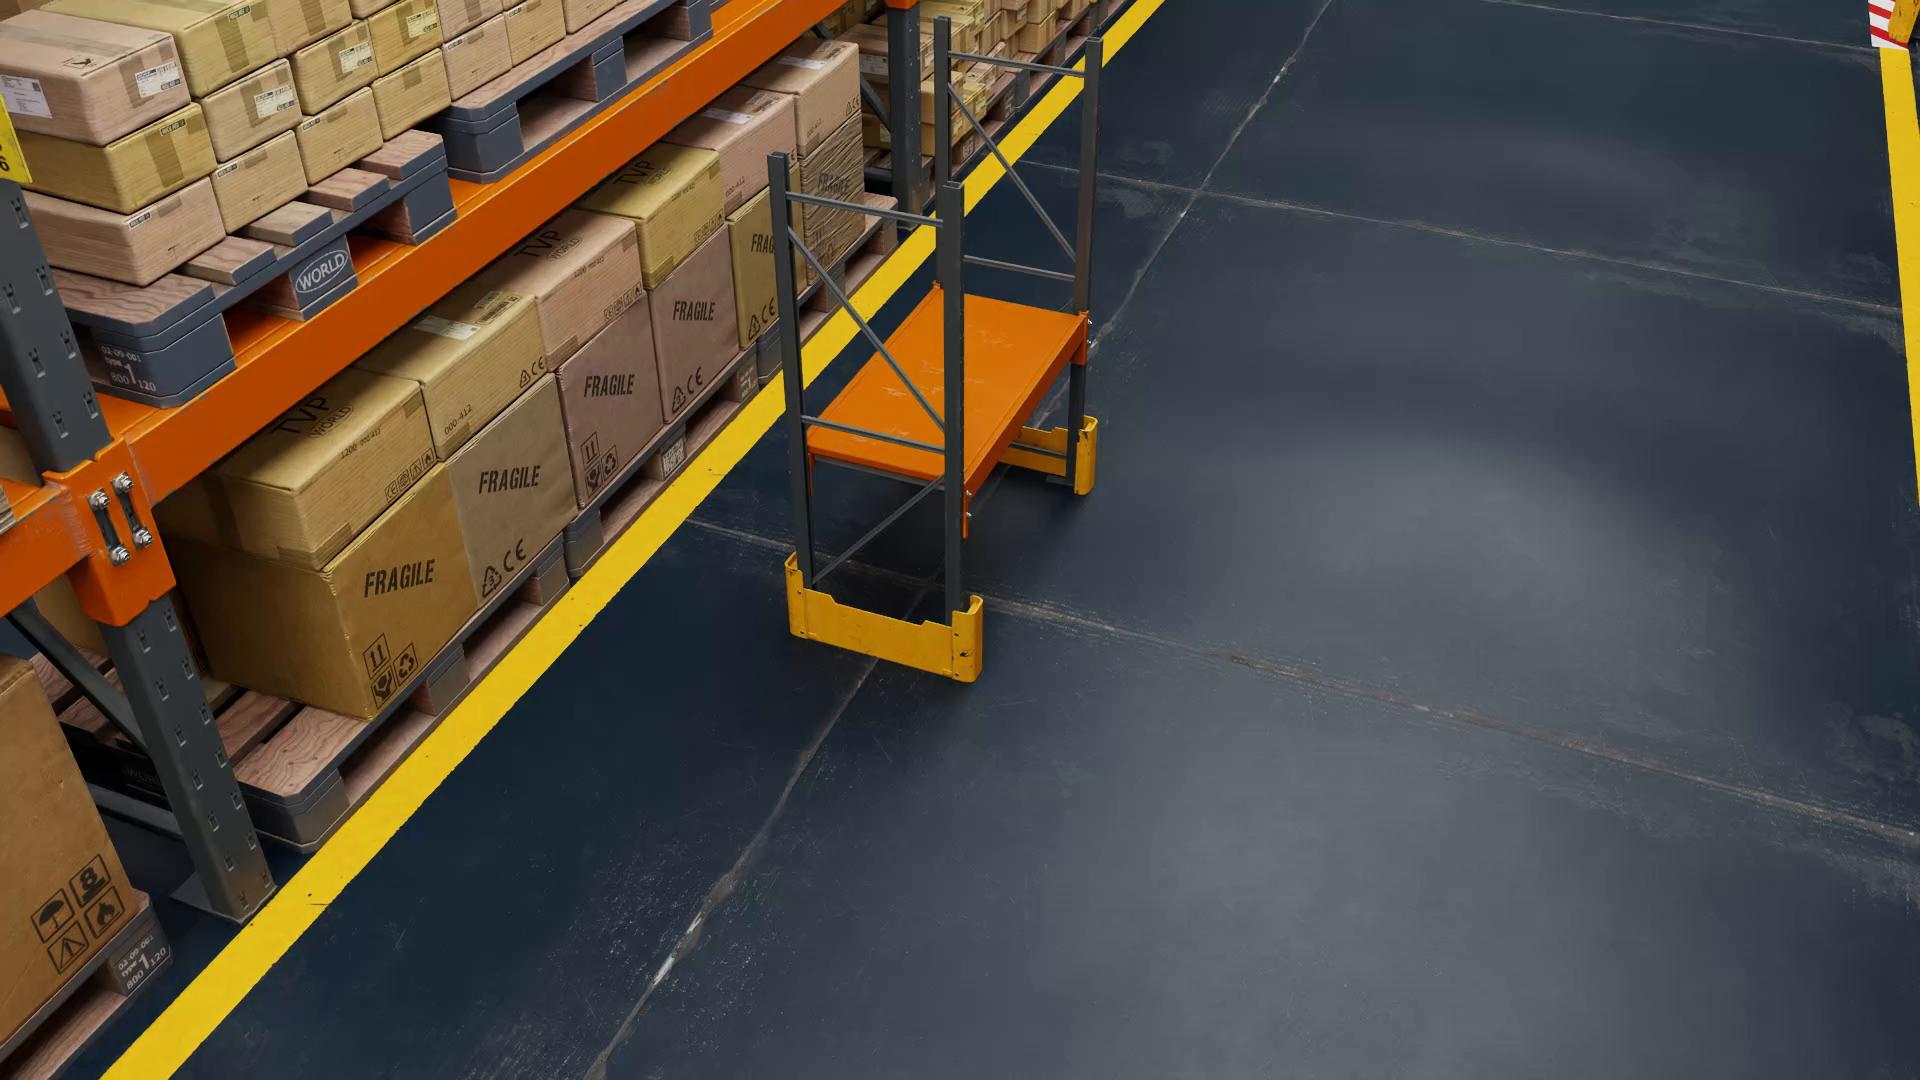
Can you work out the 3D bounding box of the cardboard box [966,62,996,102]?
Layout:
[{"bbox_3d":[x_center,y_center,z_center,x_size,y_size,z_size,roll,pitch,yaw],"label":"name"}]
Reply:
[{"bbox_3d":[-0.058,-2.084,7.563,0.380,0.149,0.250,14,39,18],"label":"cardboard box"}]

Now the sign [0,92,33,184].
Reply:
[{"bbox_3d":[-1.649,-0.757,2.790,0.100,0.325,0.005,14,39,18],"label":"sign"}]

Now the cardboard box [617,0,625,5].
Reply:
[{"bbox_3d":[-1.103,-1.713,4.895,0.380,0.149,0.250,16,39,20],"label":"cardboard box"}]

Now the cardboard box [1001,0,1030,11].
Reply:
[{"bbox_3d":[0.142,-2.603,7.760,0.380,0.149,0.250,15,39,19],"label":"cardboard box"}]

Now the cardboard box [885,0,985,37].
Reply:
[{"bbox_3d":[-0.109,-2.331,7.396,0.380,0.149,0.250,13,39,17],"label":"cardboard box"}]

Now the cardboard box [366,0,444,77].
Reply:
[{"bbox_3d":[-1.499,-1.265,4.048,0.380,0.149,0.250,14,39,18],"label":"cardboard box"}]

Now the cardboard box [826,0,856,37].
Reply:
[{"bbox_3d":[-0.687,-2.304,7.360,0.380,0.149,0.250,14,39,18],"label":"cardboard box"}]

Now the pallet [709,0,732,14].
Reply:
[{"bbox_3d":[-1.067,-2.166,5.802,1.003,0.211,1.213,14,39,18],"label":"pallet"}]

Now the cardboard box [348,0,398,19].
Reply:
[{"bbox_3d":[-1.510,-1.366,3.934,0.380,0.149,0.250,12,38,16],"label":"cardboard box"}]

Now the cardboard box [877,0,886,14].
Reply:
[{"bbox_3d":[-0.428,-2.569,7.715,0.380,0.149,0.250,15,39,19],"label":"cardboard box"}]

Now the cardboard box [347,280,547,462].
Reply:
[{"bbox_3d":[-1.485,-0.493,4.514,0.500,0.250,0.500,13,39,17],"label":"cardboard box"}]

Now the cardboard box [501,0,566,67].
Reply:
[{"bbox_3d":[-1.304,-1.422,4.506,0.380,0.149,0.250,14,39,18],"label":"cardboard box"}]

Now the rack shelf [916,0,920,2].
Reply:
[{"bbox_3d":[0.119,-3.452,7.963,1.077,0.370,4.000,14,39,18],"label":"rack shelf"}]

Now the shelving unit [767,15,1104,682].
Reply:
[{"bbox_3d":[-0.029,-0.559,4.745,0.587,1.500,1.083,14,39,18],"label":"shelving unit"}]

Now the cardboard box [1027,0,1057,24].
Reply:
[{"bbox_3d":[0.251,-2.630,8.046,0.380,0.149,0.250,14,39,17],"label":"cardboard box"}]

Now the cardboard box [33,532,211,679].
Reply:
[{"bbox_3d":[-2.155,-0.009,4.493,0.500,0.500,0.500,14,39,18],"label":"cardboard box"}]

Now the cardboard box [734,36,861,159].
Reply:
[{"bbox_3d":[-0.691,-1.630,6.036,0.500,0.250,0.500,13,39,17],"label":"cardboard box"}]

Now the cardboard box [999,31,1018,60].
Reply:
[{"bbox_3d":[0.062,-2.393,7.976,0.380,0.149,0.250,12,38,16],"label":"cardboard box"}]

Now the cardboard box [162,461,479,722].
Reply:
[{"bbox_3d":[-1.659,0.082,4.372,0.500,0.500,0.500,12,38,16],"label":"cardboard box"}]

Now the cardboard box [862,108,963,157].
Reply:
[{"bbox_3d":[-0.206,-1.787,7.166,0.380,0.149,0.250,12,38,16],"label":"cardboard box"}]

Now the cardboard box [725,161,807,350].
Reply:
[{"bbox_3d":[-0.886,-1.048,5.884,0.500,0.500,0.500,13,39,17],"label":"cardboard box"}]

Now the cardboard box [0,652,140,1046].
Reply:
[{"bbox_3d":[-2.479,0.632,3.428,1.050,0.750,0.750,13,39,17],"label":"cardboard box"}]

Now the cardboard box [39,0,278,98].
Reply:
[{"bbox_3d":[-1.709,-1.085,3.558,0.380,0.149,0.250,13,39,17],"label":"cardboard box"}]

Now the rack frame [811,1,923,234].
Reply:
[{"bbox_3d":[-0.642,-2.632,6.266,1.000,3.000,0.127,14,39,18],"label":"rack frame"}]

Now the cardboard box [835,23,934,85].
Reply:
[{"bbox_3d":[-0.319,-2.041,7.008,0.380,0.149,0.250,15,39,20],"label":"cardboard box"}]

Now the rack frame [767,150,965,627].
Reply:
[{"bbox_3d":[-0.226,-0.272,4.361,0.500,1.500,0.032,14,39,18],"label":"rack frame"}]

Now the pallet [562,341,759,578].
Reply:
[{"bbox_3d":[-1.399,-0.406,5.617,1.003,0.211,1.213,14,39,18],"label":"pallet"}]

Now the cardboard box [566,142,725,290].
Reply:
[{"bbox_3d":[-1.087,-1.052,5.263,0.500,0.250,0.500,12,38,16],"label":"cardboard box"}]

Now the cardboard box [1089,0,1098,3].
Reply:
[{"bbox_3d":[0.567,-2.947,8.718,0.380,0.149,0.250,12,38,16],"label":"cardboard box"}]

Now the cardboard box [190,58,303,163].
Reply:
[{"bbox_3d":[-1.693,-0.977,3.662,0.380,0.149,0.250,16,40,20],"label":"cardboard box"}]

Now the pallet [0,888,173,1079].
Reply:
[{"bbox_3d":[-2.533,1.118,3.577,1.003,0.211,1.213,14,39,18],"label":"pallet"}]

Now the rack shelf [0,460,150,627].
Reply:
[{"bbox_3d":[-2.925,0.978,2.037,1.077,0.370,4.000,14,39,18],"label":"rack shelf"}]

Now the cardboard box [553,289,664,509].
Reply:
[{"bbox_3d":[-1.280,-0.483,5.127,0.500,0.500,0.500,13,39,17],"label":"cardboard box"}]

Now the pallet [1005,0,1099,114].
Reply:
[{"bbox_3d":[0.044,-2.573,8.516,1.003,0.211,1.213,14,39,18],"label":"pallet"}]

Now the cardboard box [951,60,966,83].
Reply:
[{"bbox_3d":[-0.195,-2.066,7.291,0.380,0.149,0.250,14,39,18],"label":"cardboard box"}]

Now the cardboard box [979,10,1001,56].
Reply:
[{"bbox_3d":[-0.030,-2.358,7.681,0.380,0.149,0.250,12,38,15],"label":"cardboard box"}]

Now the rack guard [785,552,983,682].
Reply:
[{"bbox_3d":[-0.219,0.218,4.750,0.587,0.250,0.087,14,39,18],"label":"rack guard"}]

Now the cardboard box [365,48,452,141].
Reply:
[{"bbox_3d":[-1.501,-1.135,4.122,0.380,0.149,0.250,16,40,20],"label":"cardboard box"}]

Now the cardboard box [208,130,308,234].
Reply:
[{"bbox_3d":[-1.705,-0.836,3.722,0.380,0.149,0.250,16,40,20],"label":"cardboard box"}]

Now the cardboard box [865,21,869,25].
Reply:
[{"bbox_3d":[-0.639,-2.330,7.643,0.380,0.149,0.250,13,39,16],"label":"cardboard box"}]

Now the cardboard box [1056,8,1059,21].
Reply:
[{"bbox_3d":[0.279,-2.678,8.357,0.380,0.149,0.250,15,39,19],"label":"cardboard box"}]

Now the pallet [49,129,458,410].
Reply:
[{"bbox_3d":[-1.991,-0.760,3.921,1.213,0.211,1.003,14,39,18],"label":"pallet"}]

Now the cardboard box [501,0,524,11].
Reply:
[{"bbox_3d":[-1.305,-1.540,4.415,0.380,0.149,0.250,13,39,17],"label":"cardboard box"}]
